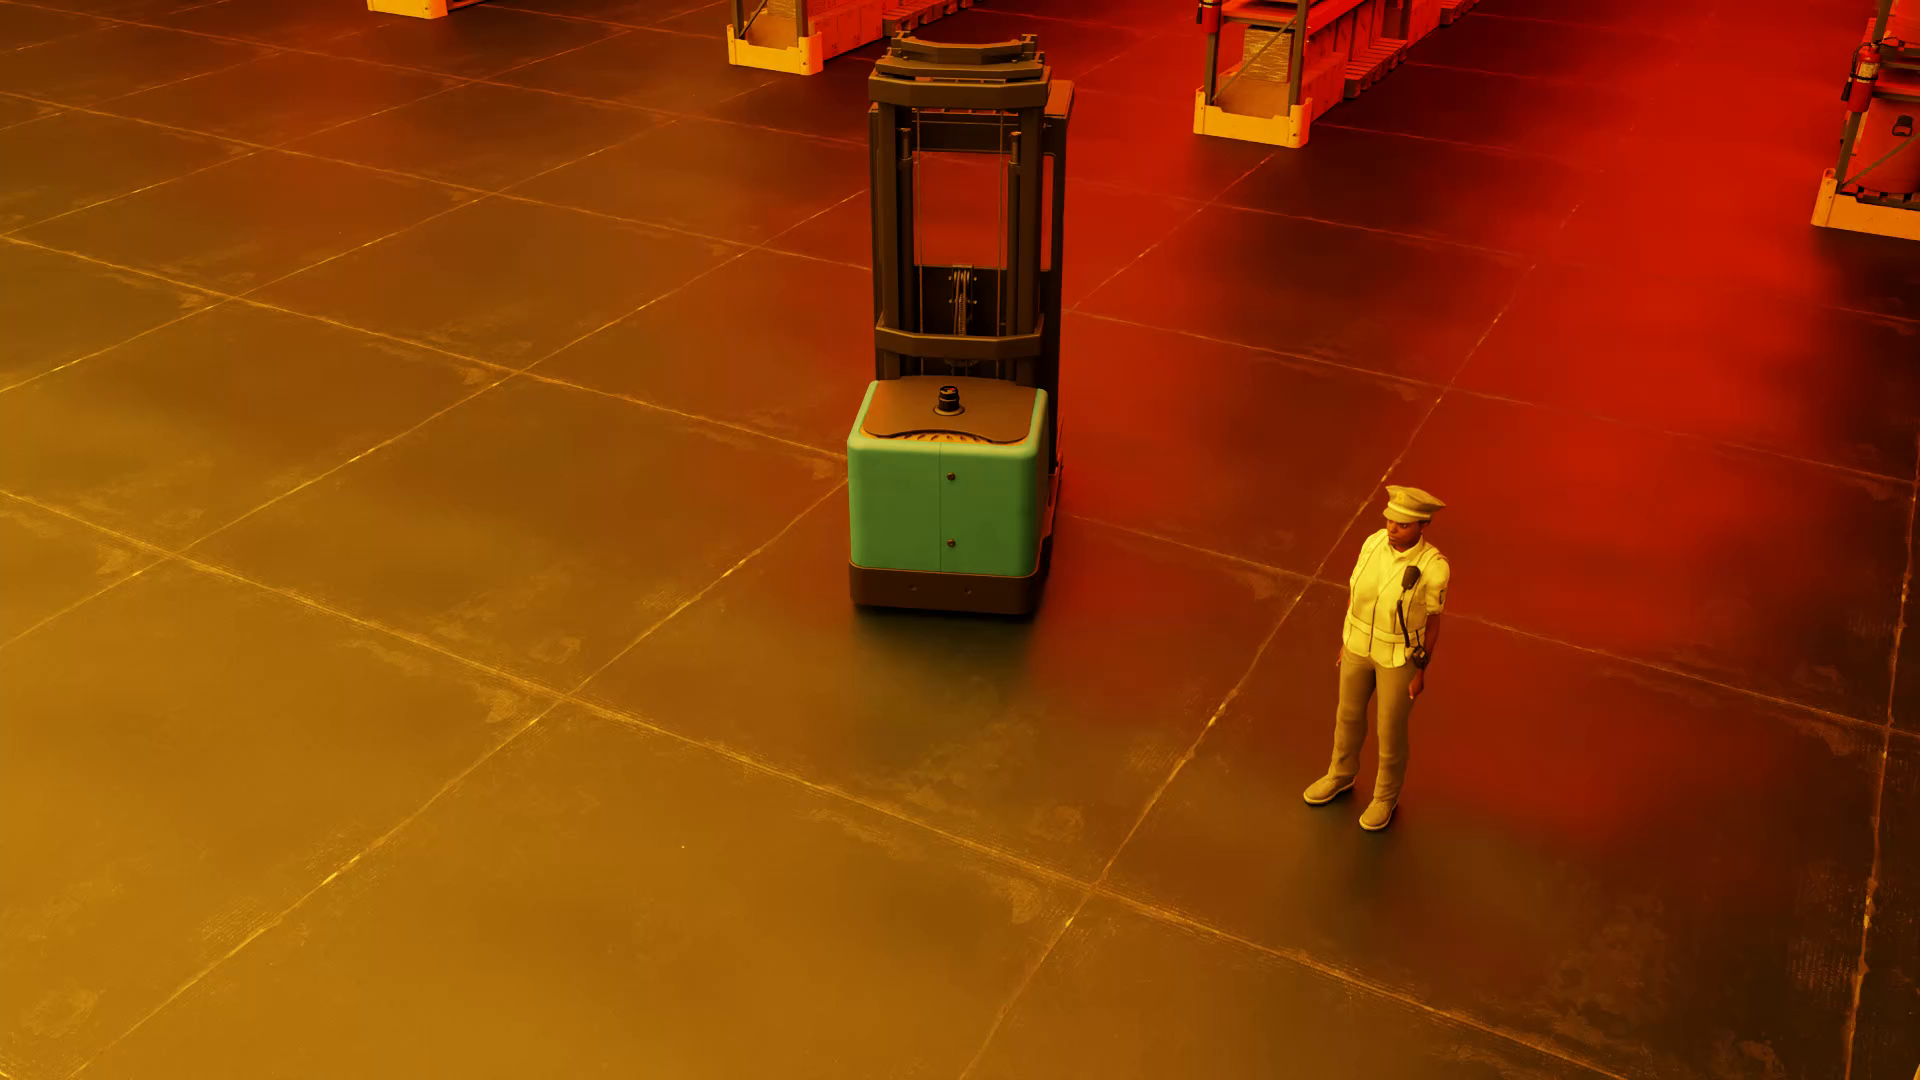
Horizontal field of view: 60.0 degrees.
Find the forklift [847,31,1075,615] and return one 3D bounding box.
[{"bbox_3d":[0.072,-1.572,9.794,1.130,2.935,3.031,3,30,6],"label":"forklift"}]

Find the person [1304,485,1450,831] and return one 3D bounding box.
[{"bbox_3d":[1.883,0.510,7.432,0.444,1.695,0.354,25,38,36],"label":"person"}]
